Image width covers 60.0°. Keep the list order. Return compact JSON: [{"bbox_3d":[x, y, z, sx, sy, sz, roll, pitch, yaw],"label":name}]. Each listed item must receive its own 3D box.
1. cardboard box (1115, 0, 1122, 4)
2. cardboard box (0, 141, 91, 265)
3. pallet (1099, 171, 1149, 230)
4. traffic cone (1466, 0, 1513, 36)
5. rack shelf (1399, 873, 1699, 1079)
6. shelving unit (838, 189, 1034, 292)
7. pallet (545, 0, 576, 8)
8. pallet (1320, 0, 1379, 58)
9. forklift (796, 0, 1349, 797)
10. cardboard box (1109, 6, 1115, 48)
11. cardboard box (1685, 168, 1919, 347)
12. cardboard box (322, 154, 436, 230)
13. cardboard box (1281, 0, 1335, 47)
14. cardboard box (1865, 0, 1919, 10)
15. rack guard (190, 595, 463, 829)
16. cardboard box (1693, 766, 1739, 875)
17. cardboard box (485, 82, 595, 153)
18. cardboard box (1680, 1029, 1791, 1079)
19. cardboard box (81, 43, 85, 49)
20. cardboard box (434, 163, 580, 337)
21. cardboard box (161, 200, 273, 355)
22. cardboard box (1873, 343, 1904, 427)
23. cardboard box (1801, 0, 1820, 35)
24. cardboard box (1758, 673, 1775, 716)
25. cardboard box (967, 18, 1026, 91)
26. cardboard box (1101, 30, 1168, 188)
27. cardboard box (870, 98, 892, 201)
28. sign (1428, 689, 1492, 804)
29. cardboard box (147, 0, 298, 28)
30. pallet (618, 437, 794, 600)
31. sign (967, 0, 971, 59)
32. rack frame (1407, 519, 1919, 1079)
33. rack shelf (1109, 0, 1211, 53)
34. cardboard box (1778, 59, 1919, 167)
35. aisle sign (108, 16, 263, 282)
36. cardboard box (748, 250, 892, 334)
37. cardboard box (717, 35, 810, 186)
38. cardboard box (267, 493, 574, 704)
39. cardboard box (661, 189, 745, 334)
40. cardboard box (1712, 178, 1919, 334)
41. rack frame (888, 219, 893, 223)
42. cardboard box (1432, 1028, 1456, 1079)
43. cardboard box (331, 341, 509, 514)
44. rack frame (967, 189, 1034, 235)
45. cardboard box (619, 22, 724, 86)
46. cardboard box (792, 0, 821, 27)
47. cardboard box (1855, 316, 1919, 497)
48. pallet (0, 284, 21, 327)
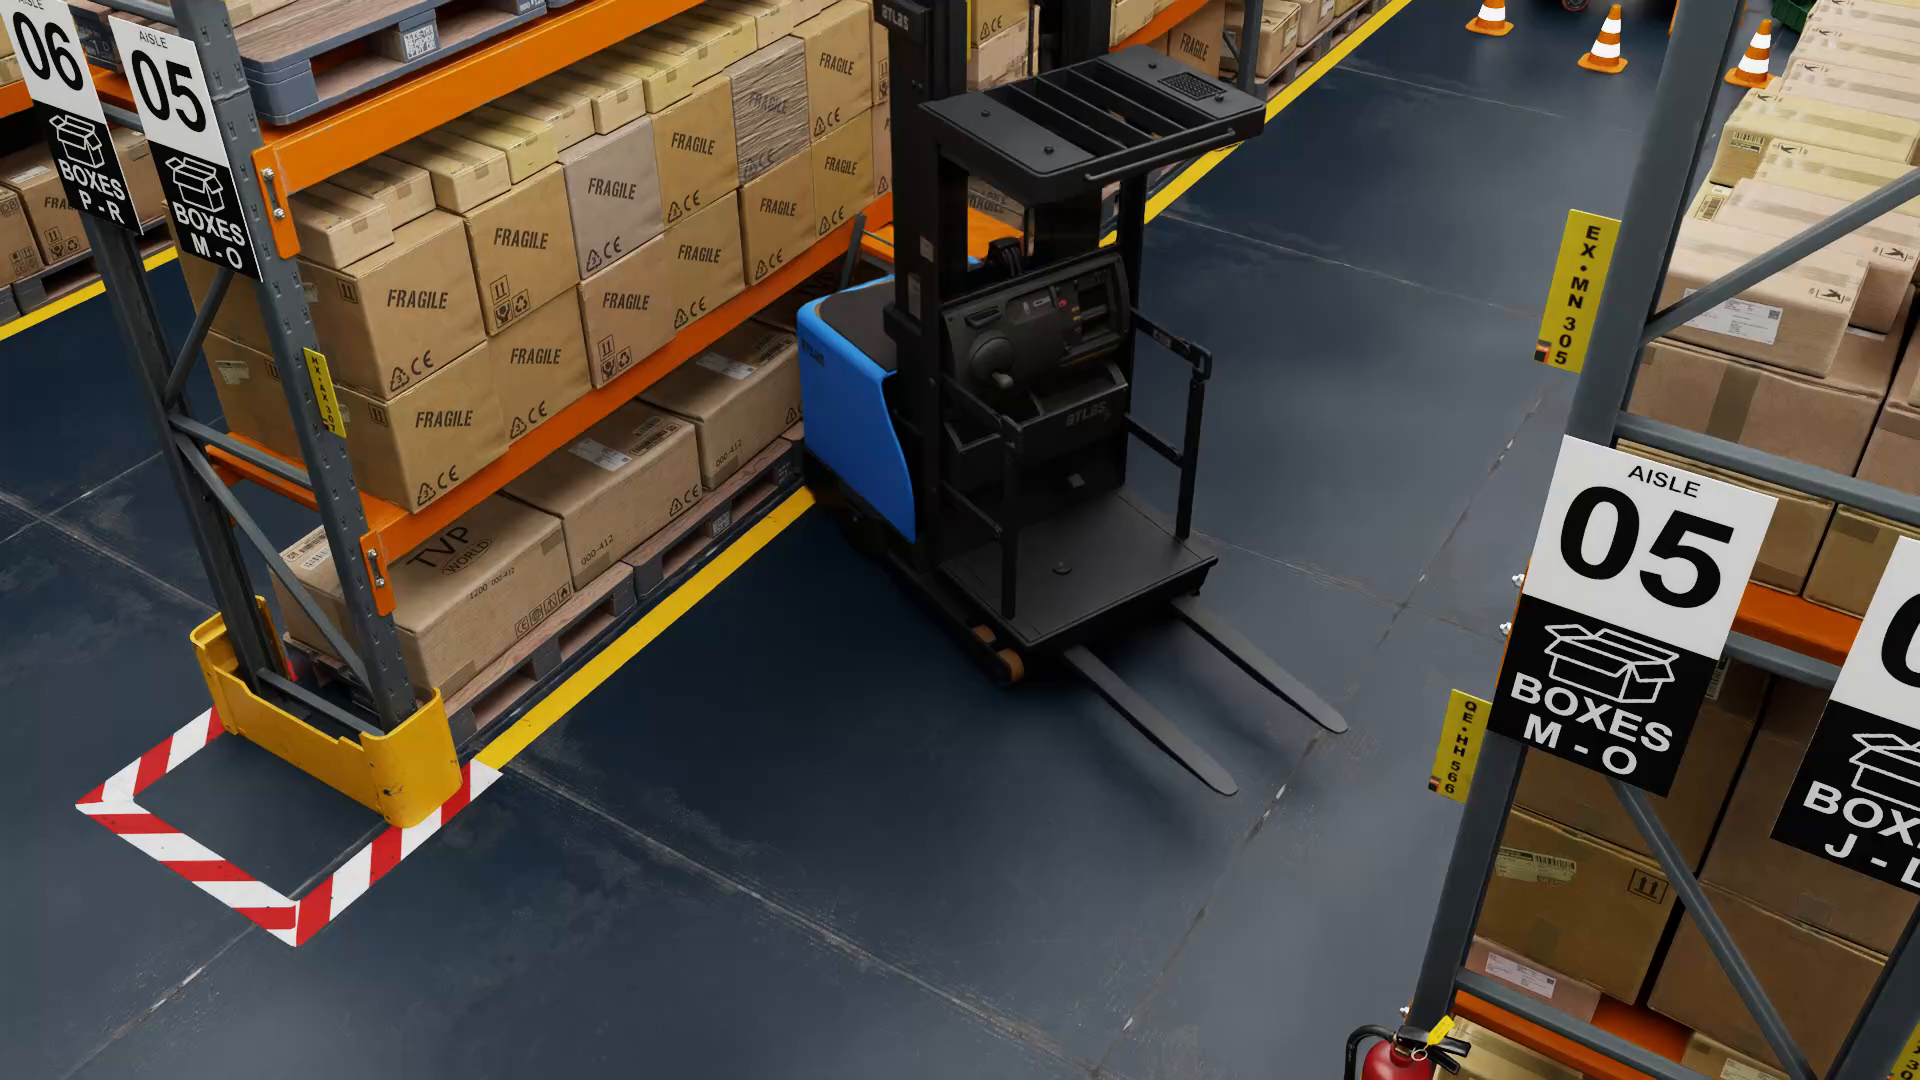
[{"bbox_3d":[0.830,-3.430,9.896,0.500,0.250,0.500,20,42,24],"label":"cardboard box"},{"bbox_3d":[-5.531,-2.054,10.101,0.500,0.500,0.500,22,43,26],"label":"cardboard box"},{"bbox_3d":[0.542,-2.316,11.021,1.003,0.211,1.213,21,42,25],"label":"pallet"},{"bbox_3d":[4.343,-4.389,13.503,0.336,0.463,0.334,21,42,25],"label":"traffic cone"},{"bbox_3d":[2.701,0.517,5.651,1.077,0.370,4.000,21,42,25],"label":"rack shelf"},{"bbox_3d":[-0.190,-1.223,8.729,0.538,1.125,1.048,28,34,16],"label":"shelving unit"},{"bbox_3d":[-1.563,-2.474,6.558,1.003,0.211,1.213,21,42,25],"label":"pallet"},{"bbox_3d":[2.756,-4.353,13.663,1.003,0.211,1.213,21,42,25],"label":"pallet"},{"bbox_3d":[0.460,-0.853,6.896,1.130,2.935,3.031,-23,43,-27],"label":"forklift"},{"bbox_3d":[0.562,-2.974,9.713,0.500,0.250,0.500,21,42,25],"label":"cardboard box"},{"bbox_3d":[1.935,-0.648,3.830,0.500,0.250,0.500,20,42,24],"label":"cardboard box"},{"bbox_3d":[-2.100,-1.248,5.919,0.380,0.149,0.250,22,43,26],"label":"cardboard box"},{"bbox_3d":[2.382,-4.225,13.022,0.950,0.372,0.625,20,42,24],"label":"cardboard box"},{"bbox_3d":[2.539,-1.412,4.494,0.380,0.149,0.250,20,42,24],"label":"cardboard box"},{"bbox_3d":[-2.617,0.698,6.874,1.175,0.500,0.348,21,42,25],"label":"rack guard"},{"bbox_3d":[2.369,0.680,4.525,0.500,0.500,0.500,21,42,25],"label":"cardboard box"},{"bbox_3d":[-1.642,-1.638,6.426,0.380,0.149,0.250,22,43,26],"label":"cardboard box"},{"bbox_3d":[2.080,1.303,4.249,0.380,0.149,0.250,21,42,25],"label":"cardboard box"},{"bbox_3d":[-5.361,-2.995,9.823,0.380,0.149,0.250,22,43,26],"label":"cardboard box"},{"bbox_3d":[-1.835,-1.163,6.340,0.500,0.500,0.500,20,42,24],"label":"cardboard box"},{"bbox_3d":[-2.547,-1.066,6.215,0.500,0.500,0.500,23,43,27],"label":"cardboard box"},{"bbox_3d":[2.372,-0.284,3.766,0.500,0.250,0.500,23,43,26],"label":"cardboard box"},{"bbox_3d":[2.760,-1.446,4.865,0.500,0.250,0.500,22,43,26],"label":"cardboard box"},{"bbox_3d":[2.359,0.303,4.196,0.500,0.500,0.500,22,43,26],"label":"cardboard box"},{"bbox_3d":[0.013,-2.639,8.870,0.500,0.250,0.500,20,42,24],"label":"cardboard box"},{"bbox_3d":[0.760,-2.966,10.976,0.875,0.875,0.875,22,43,26],"label":"cardboard box"},{"bbox_3d":[-0.494,-2.083,8.353,0.500,0.500,0.500,22,43,26],"label":"cardboard box"},{"bbox_3d":[1.172,0.487,3.893,0.100,0.325,0.005,21,42,25],"label":"sign"},{"bbox_3d":[-2.439,-1.900,5.438,0.500,0.250,0.500,17,41,21],"label":"cardboard box"},{"bbox_3d":[-1.587,-0.264,8.359,1.003,0.211,1.213,21,42,25],"label":"pallet"},{"bbox_3d":[0.008,-2.560,8.279,0.100,0.325,0.005,21,42,25],"label":"sign"},{"bbox_3d":[1.630,1.263,4.094,1.000,3.000,0.127,21,42,25],"label":"rack frame"},{"bbox_3d":[0.611,-3.112,10.359,1.077,0.370,4.000,21,42,25],"label":"rack shelf"},{"bbox_3d":[2.148,-0.999,3.959,0.380,0.149,0.250,20,42,24],"label":"cardboard box"},{"bbox_3d":[-2.398,-1.202,5.162,0.394,0.787,0.004,21,42,25],"label":"aisle sign"},{"bbox_3d":[-0.888,-1.229,9.082,0.875,0.438,0.875,21,42,24],"label":"cardboard box"},{"bbox_3d":[-1.024,-1.944,7.353,0.500,0.500,0.500,22,43,26],"label":"cardboard box"},{"bbox_3d":[-2.335,0.171,7.265,0.875,0.438,0.875,20,42,24],"label":"cardboard box"},{"bbox_3d":[-1.315,-1.287,7.320,0.500,0.500,0.500,23,43,27],"label":"cardboard box"},{"bbox_3d":[1.756,-0.591,3.429,0.380,0.149,0.250,22,43,26],"label":"cardboard box"},{"bbox_3d":[-0.461,-2.366,8.802,1.000,3.000,0.127,21,42,25],"label":"rack frame"},{"bbox_3d":[1.672,1.742,5.220,0.380,0.149,0.250,20,42,24],"label":"cardboard box"},{"bbox_3d":[-2.104,-0.497,6.296,0.500,0.500,0.500,21,42,25],"label":"cardboard box"},{"bbox_3d":[0.043,-1.420,9.136,0.500,1.125,0.032,28,34,16],"label":"rack frame"},{"bbox_3d":[-1.215,-2.026,6.928,0.380,0.149,0.250,21,42,25],"label":"cardboard box"},{"bbox_3d":[-0.852,-2.434,7.457,0.380,0.149,0.250,21,42,25],"label":"cardboard box"},{"bbox_3d":[2.090,-0.210,3.262,0.500,0.250,0.500,22,43,26],"label":"cardboard box"},{"bbox_3d":[-6.330,-1.272,9.667,1.003,0.211,1.213,21,42,25],"label":"pallet"}]
